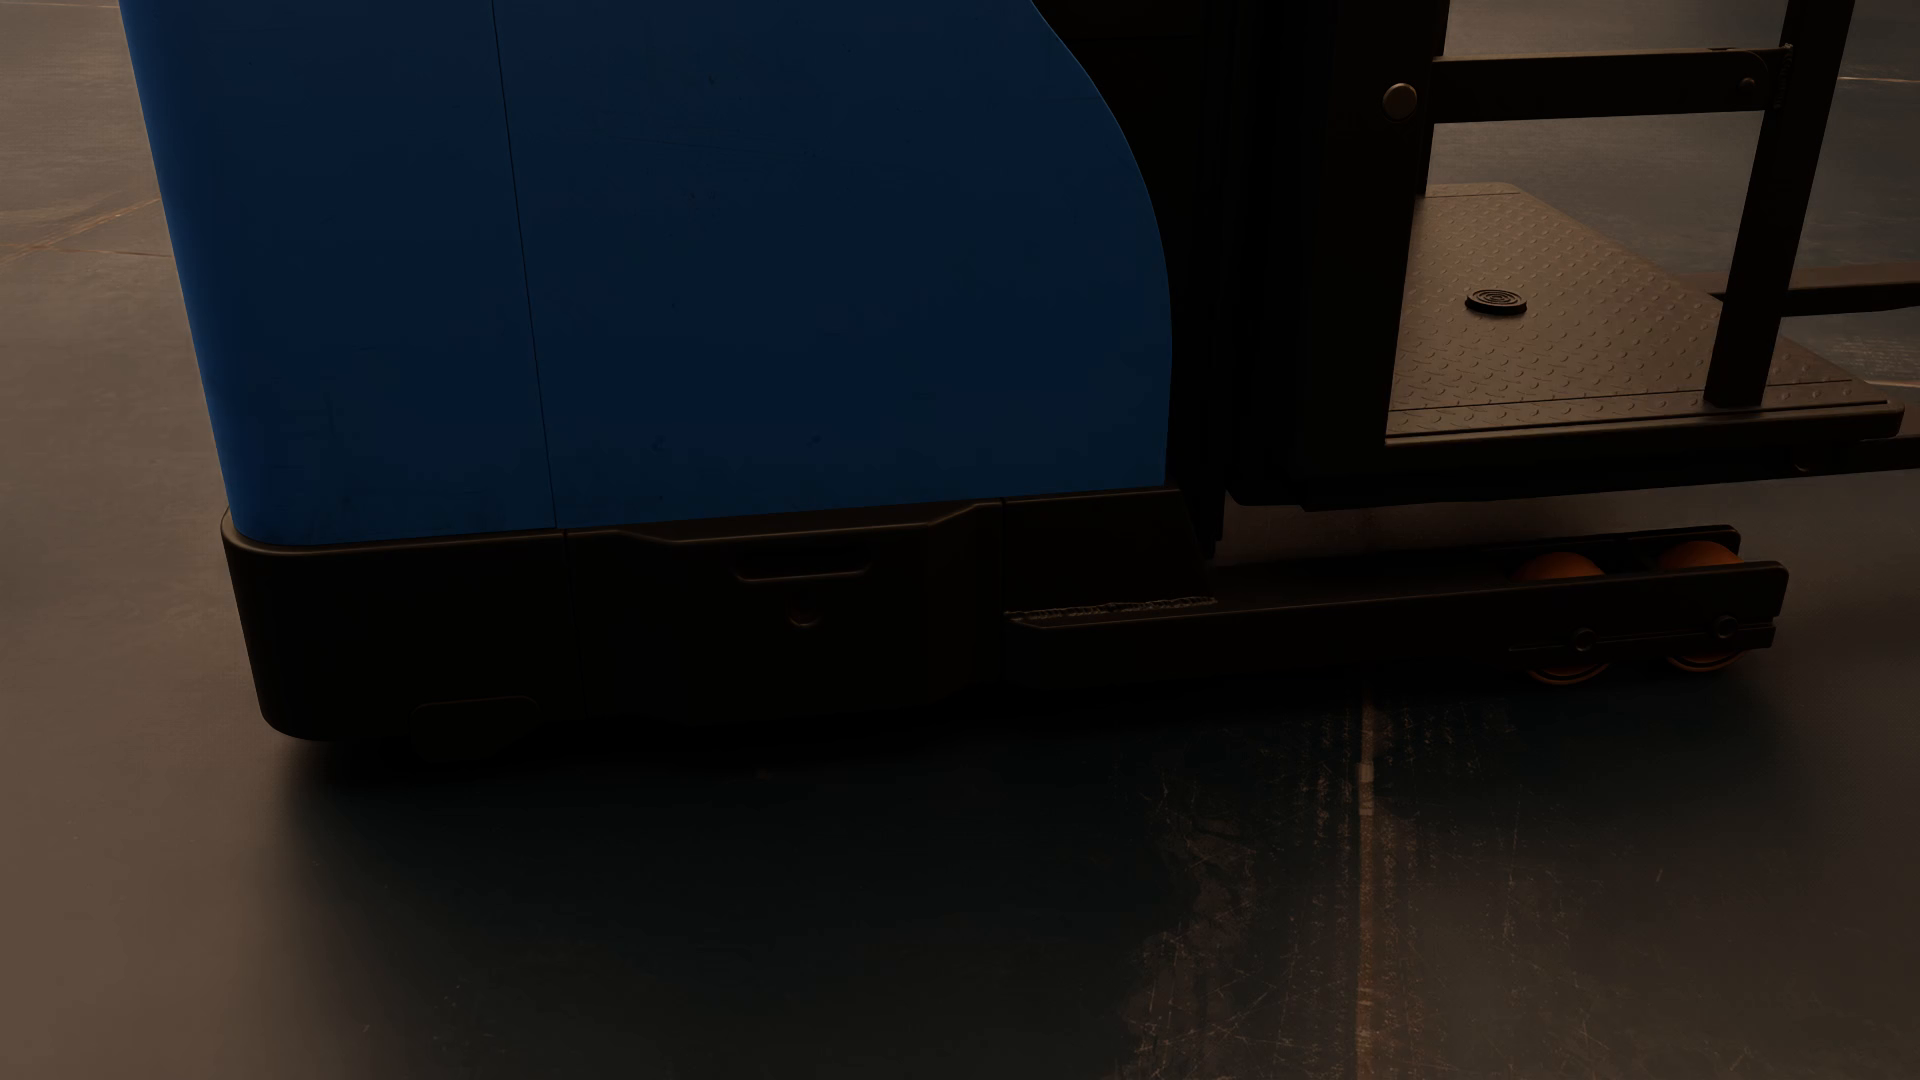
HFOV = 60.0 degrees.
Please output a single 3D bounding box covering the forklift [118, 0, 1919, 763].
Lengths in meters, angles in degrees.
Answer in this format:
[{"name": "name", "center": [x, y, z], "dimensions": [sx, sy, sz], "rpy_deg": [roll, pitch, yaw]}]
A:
[{"name": "forklift", "center": [0.600, -1.354, 1.930], "dimensions": [3.031, 2.935, 1.130], "rpy_deg": [-4, 27, -9]}]
